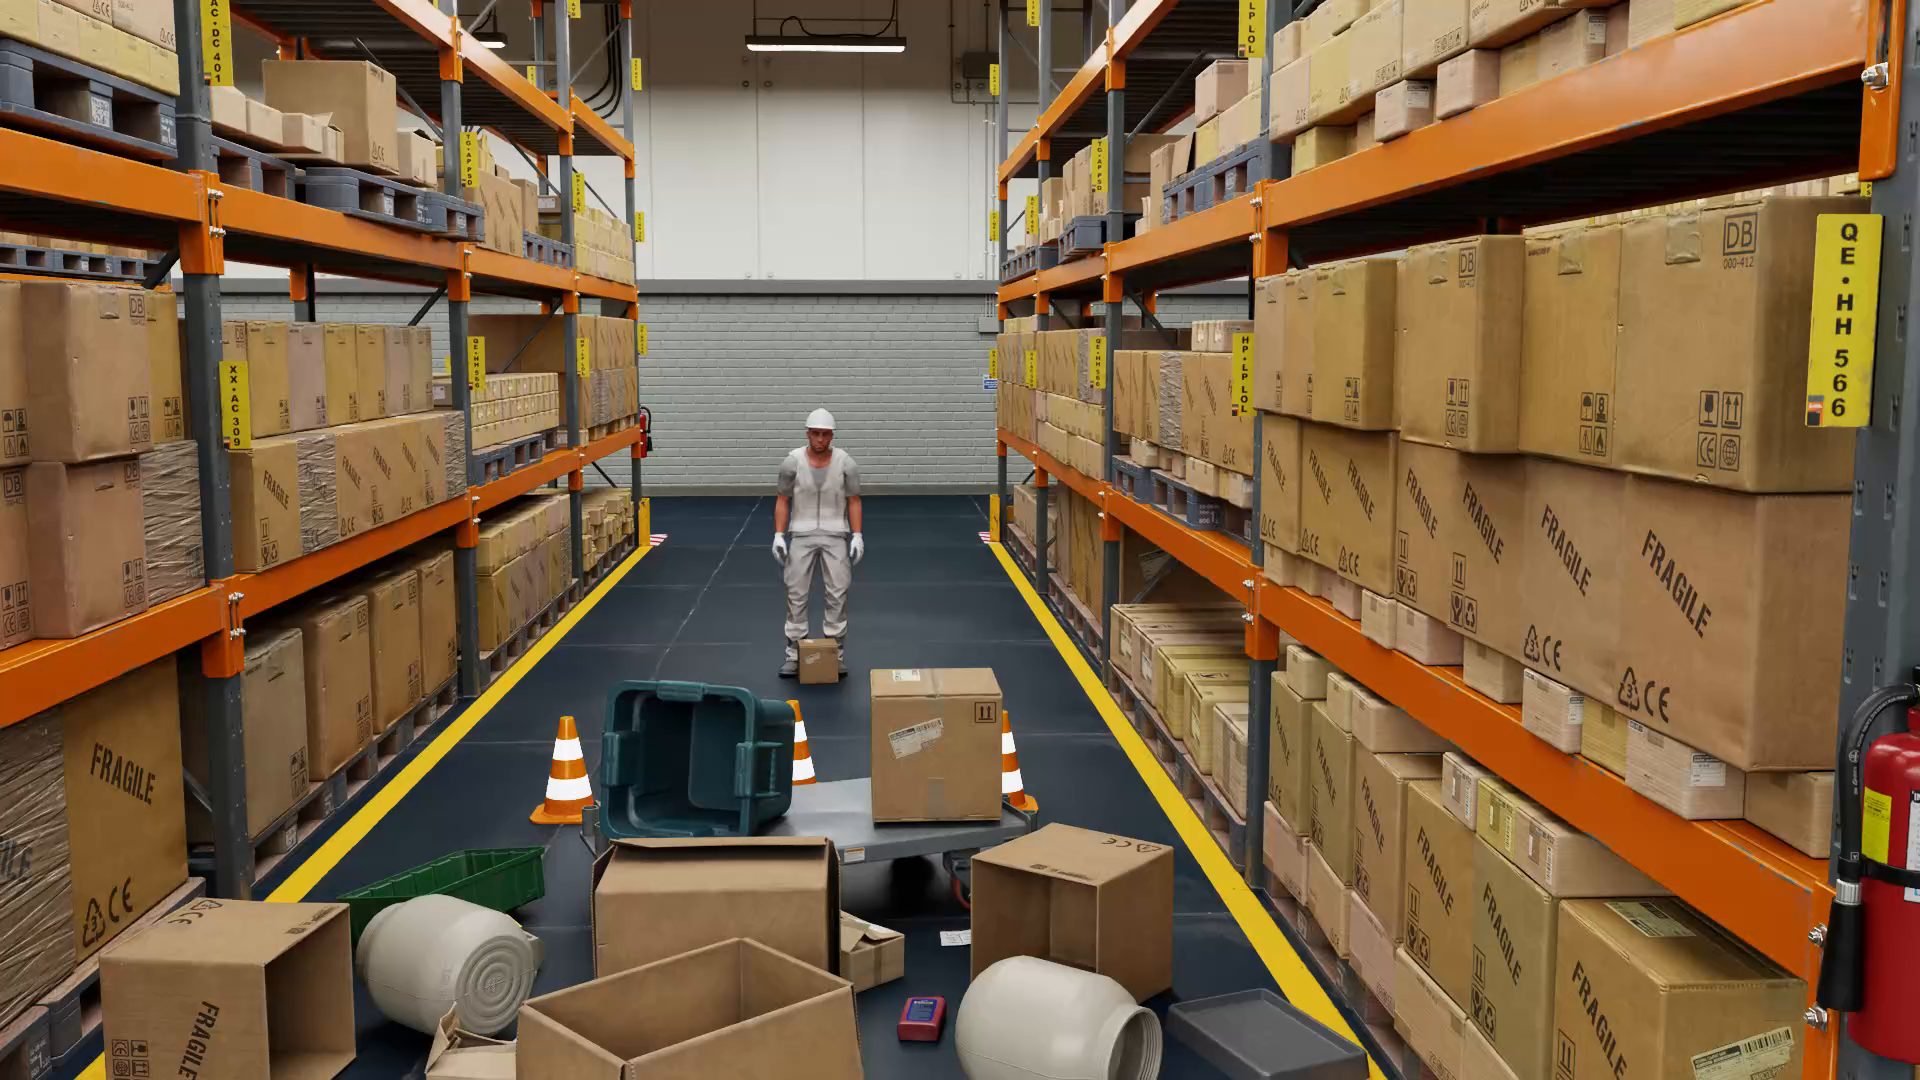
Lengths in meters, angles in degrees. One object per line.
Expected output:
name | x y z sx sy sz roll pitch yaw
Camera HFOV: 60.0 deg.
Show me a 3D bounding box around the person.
person | -12.804 1.108 2.028 25.708 1.732 16.744 -1 7 -5
